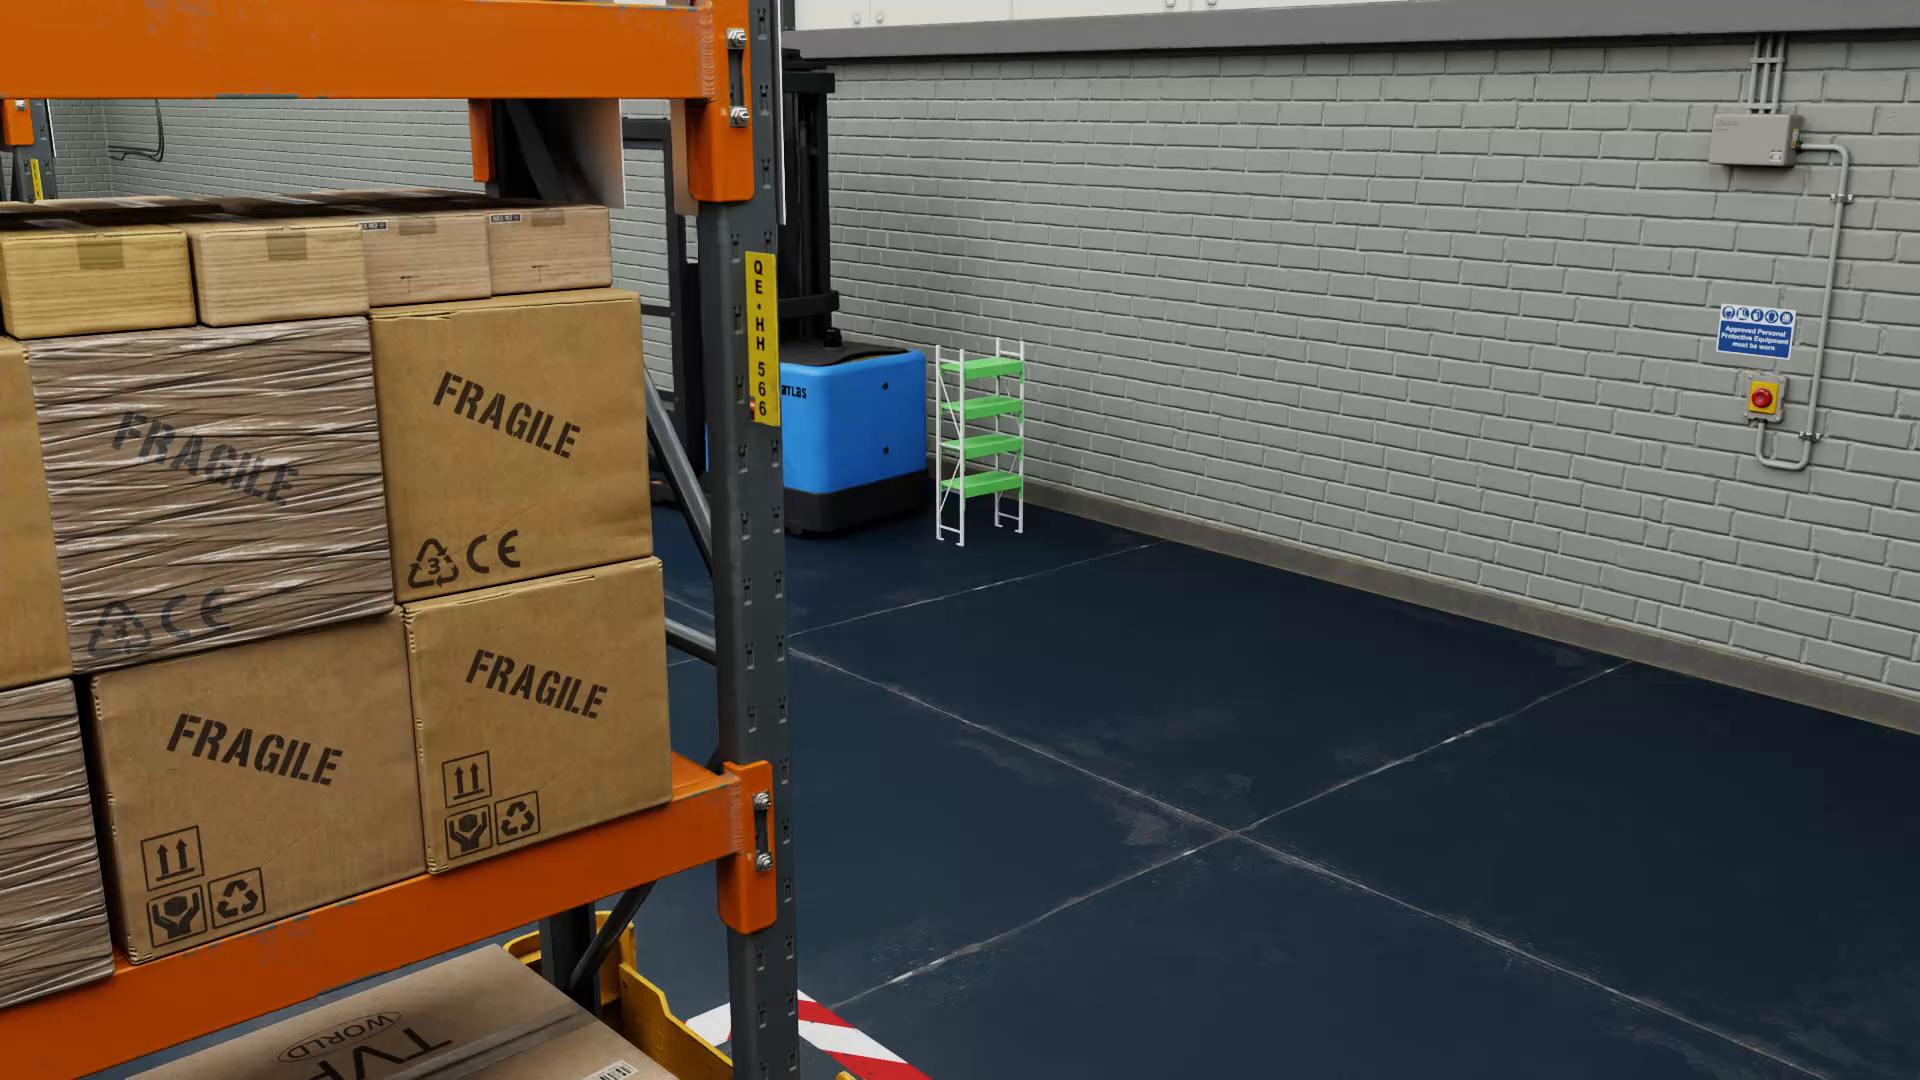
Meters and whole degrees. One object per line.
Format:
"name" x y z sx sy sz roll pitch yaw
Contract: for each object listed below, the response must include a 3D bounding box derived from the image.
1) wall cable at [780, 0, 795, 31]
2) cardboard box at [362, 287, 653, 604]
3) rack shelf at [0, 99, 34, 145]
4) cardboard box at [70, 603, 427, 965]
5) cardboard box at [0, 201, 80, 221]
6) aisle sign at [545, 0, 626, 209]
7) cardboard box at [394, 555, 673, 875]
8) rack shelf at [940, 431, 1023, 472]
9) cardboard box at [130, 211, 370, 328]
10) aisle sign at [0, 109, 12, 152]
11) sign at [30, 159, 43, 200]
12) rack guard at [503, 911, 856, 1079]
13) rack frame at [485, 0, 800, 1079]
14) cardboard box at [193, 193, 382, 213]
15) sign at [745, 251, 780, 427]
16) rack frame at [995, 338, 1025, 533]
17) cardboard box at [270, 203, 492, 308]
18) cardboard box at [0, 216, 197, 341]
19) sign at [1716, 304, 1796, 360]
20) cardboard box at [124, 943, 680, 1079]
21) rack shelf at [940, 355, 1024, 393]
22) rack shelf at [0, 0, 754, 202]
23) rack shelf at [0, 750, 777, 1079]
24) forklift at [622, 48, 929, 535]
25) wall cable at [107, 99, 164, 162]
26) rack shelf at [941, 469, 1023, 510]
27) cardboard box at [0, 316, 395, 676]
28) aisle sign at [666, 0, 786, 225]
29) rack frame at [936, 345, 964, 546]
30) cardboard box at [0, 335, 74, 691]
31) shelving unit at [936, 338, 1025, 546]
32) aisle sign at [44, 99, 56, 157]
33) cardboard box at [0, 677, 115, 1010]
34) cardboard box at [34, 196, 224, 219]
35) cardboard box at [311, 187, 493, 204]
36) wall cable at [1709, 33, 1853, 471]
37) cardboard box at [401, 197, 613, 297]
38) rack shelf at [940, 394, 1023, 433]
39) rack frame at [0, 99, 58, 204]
"wall cable" -0.700 -6.485 10.856 0.120 5.999 2.277 -13 19 -39
"cardboard box" -0.931 -0.219 3.127 0.500 0.500 0.500 -12 19 -38
"rack shelf" -5.558 -1.525 5.730 4.000 0.370 1.077 -13 19 -39
"cardboard box" -1.302 0.351 2.929 0.500 0.500 0.500 -13 20 -41
"cardboard box" -1.782 -0.526 3.020 0.250 0.149 0.380 -13 20 -41
"aisle sign" -0.859 -1.141 3.670 0.004 0.787 0.394 -13 19 -39
"cardboard box" -0.913 0.269 3.237 0.500 0.500 0.500 -13 19 -39
"rack shelf" 0.125 -0.546 10.217 0.480 0.148 0.258 -13 19 -39
"cardboard box" -1.178 -0.453 2.746 0.250 0.149 0.380 -13 20 -40
"aisle sign" -4.191 -2.089 7.222 0.004 0.787 0.394 -13 19 -39
"sign" -3.700 -1.363 6.685 0.005 0.325 0.100 -13 19 -39
"rack guard" -0.705 1.388 4.086 0.348 0.500 1.175 -13 19 -39
"rack frame" -0.721 0.185 3.746 0.053 2.616 0.949 -13 19 -39
"cardboard box" -1.324 -0.596 3.281 0.250 0.149 0.380 -12 19 -38
"sign" -0.377 -0.382 3.164 0.005 0.325 0.100 -13 19 -39
"rack frame" 0.309 -0.649 10.355 0.015 1.200 0.240 -13 19 -39
"cardboard box" -1.038 -0.513 2.971 0.250 0.149 0.380 -12 19 -38
"cardboard box" -1.395 -0.418 2.616 0.250 0.149 0.380 -12 19 -38
"sign" 3.530 -0.926 7.381 0.001 0.218 0.327 -13 19 -39
"cardboard box" -1.155 1.350 3.534 0.875 0.438 0.875 -14 20 -41
"rack shelf" 0.125 -1.010 10.093 0.480 0.148 0.258 -13 19 -39
"rack shelf" -2.232 -0.579 2.186 4.000 0.370 1.077 -13 19 -39
"rack shelf" -2.232 0.870 2.573 4.000 0.370 1.077 -13 19 -39
"forklift" -1.653 -1.739 11.081 3.031 2.935 1.130 12 19 39
"wall cable" -12.482 -6.925 24.755 0.112 2.526 3.097 -13 19 -39
"rack shelf" 0.125 -0.314 10.279 0.480 0.148 0.258 -13 19 -39
"cardboard box" -1.306 -0.125 2.774 0.500 0.500 0.500 -13 19 -39
"aisle sign" -0.465 -1.024 3.233 0.004 0.787 0.394 -13 19 -39
"rack frame" -0.059 -0.566 10.045 0.015 1.200 0.240 -13 19 -39
"cardboard box" -1.681 -0.042 2.463 0.500 0.500 0.500 -13 20 -40
"shelving unit" 0.125 -0.608 10.200 0.503 1.200 0.258 -13 19 -39
"aisle sign" -3.797 -1.972 6.784 0.004 0.787 0.394 -13 19 -39
"cardboard box" -1.683 0.440 2.596 0.500 0.500 0.500 -12 19 -38
"cardboard box" -1.595 -0.575 3.200 0.250 0.149 0.380 -12 19 -38
"cardboard box" -1.173 -0.654 3.500 0.250 0.149 0.380 -12 19 -38
"wall cable" 3.515 -1.282 7.206 0.123 1.953 0.585 -13 19 -39
"cardboard box" -0.862 -0.561 3.149 0.250 0.149 0.380 -12 19 -39
"rack shelf" 0.125 -0.778 10.155 0.480 0.148 0.258 -13 19 -39
"rack frame" -4.049 -0.763 7.292 0.127 3.000 1.000 -13 19 -39
